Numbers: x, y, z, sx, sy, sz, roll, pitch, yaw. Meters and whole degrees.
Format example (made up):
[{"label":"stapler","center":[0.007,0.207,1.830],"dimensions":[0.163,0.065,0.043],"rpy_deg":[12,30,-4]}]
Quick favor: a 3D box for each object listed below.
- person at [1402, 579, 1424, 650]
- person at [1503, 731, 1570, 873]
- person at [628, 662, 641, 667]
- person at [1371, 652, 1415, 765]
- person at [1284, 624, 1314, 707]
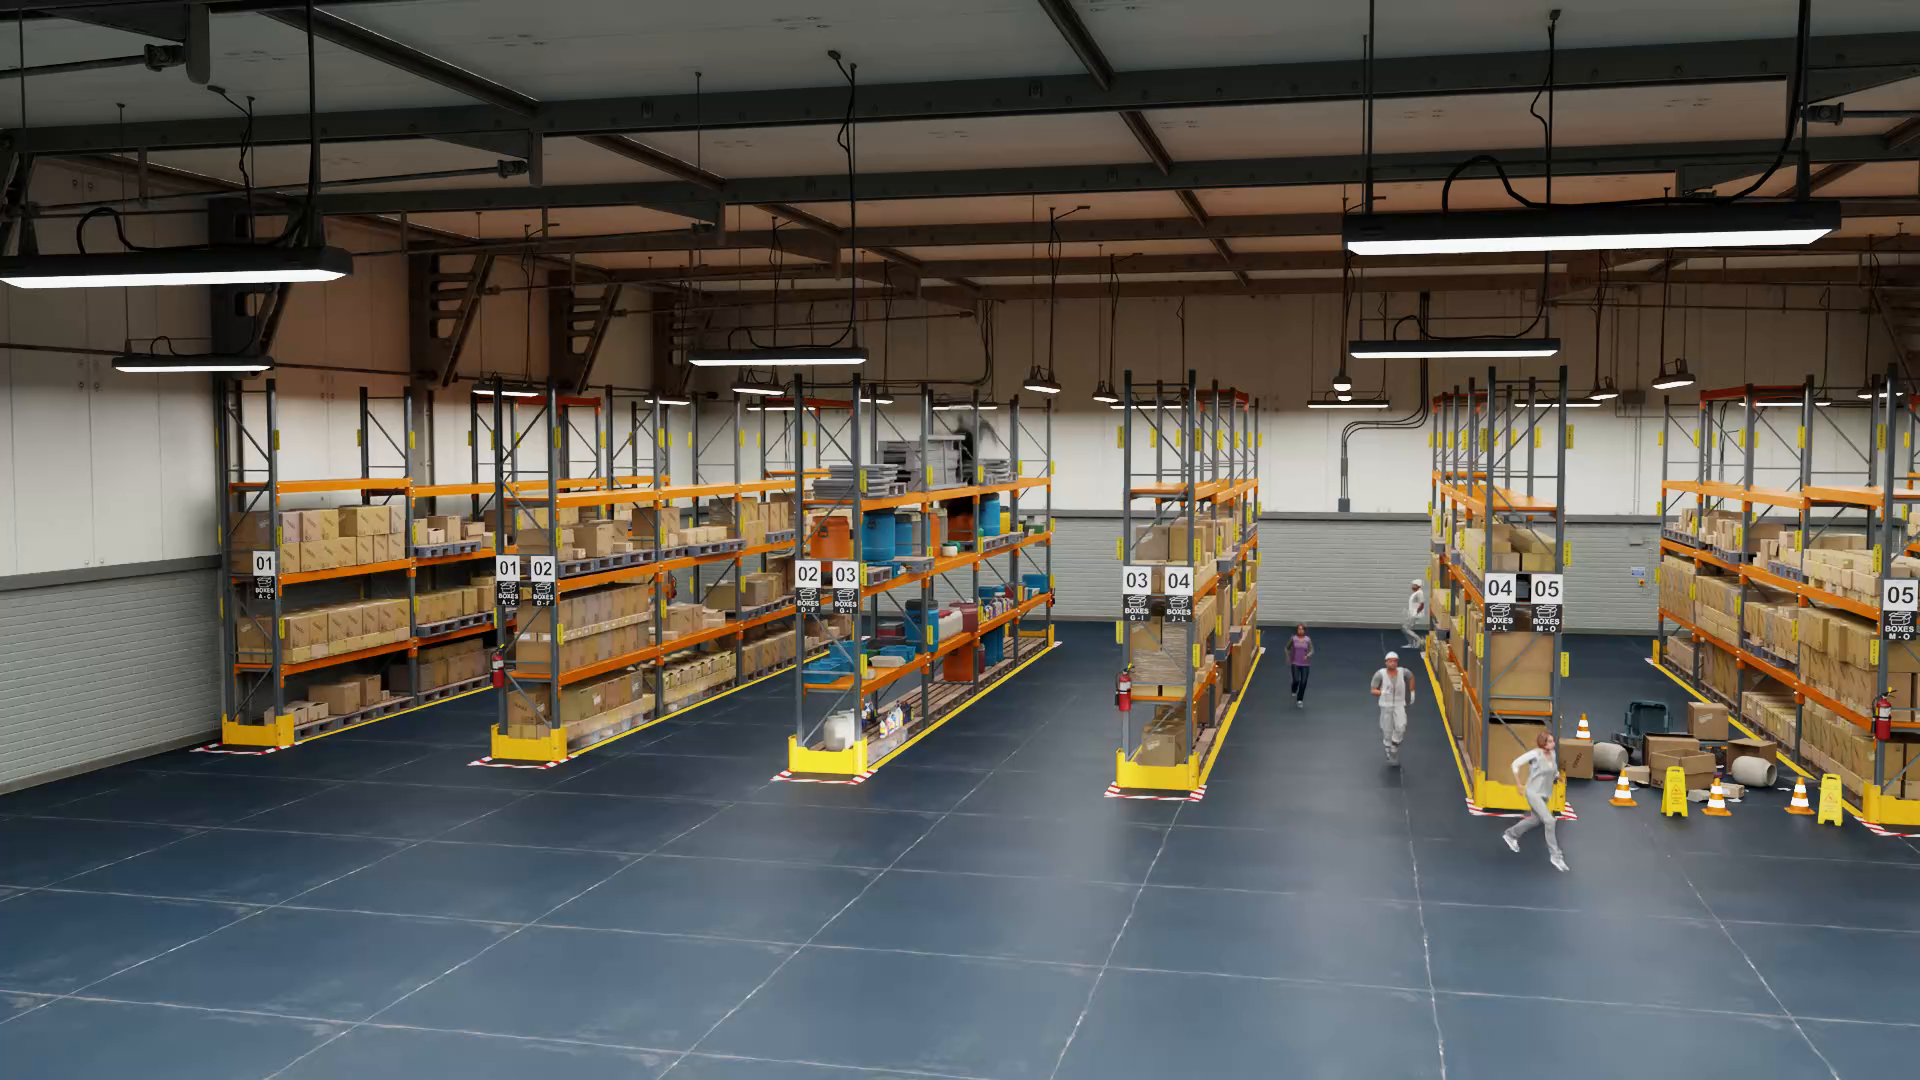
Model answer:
[{"label":"person","center":[10.811,1.770,39.652],"dimensions":[0.523,1.711,0.704],"rpy_deg":[1,4,18]},{"label":"person","center":[6.784,3.031,19.573],"dimensions":[0.557,1.611,0.906],"rpy_deg":[-2,4,-33]},{"label":"person","center":[-6.691,2.090,34.186],"dimensions":[0.677,1.746,0.875],"rpy_deg":[1,3,11]},{"label":"person","center":[6.645,2.573,25.503],"dimensions":[0.697,1.746,0.808],"rpy_deg":[0,3,7]},{"label":"person","center":[6.363,2.354,31.149],"dimensions":[0.530,1.563,0.545],"rpy_deg":[0,3,5]}]
